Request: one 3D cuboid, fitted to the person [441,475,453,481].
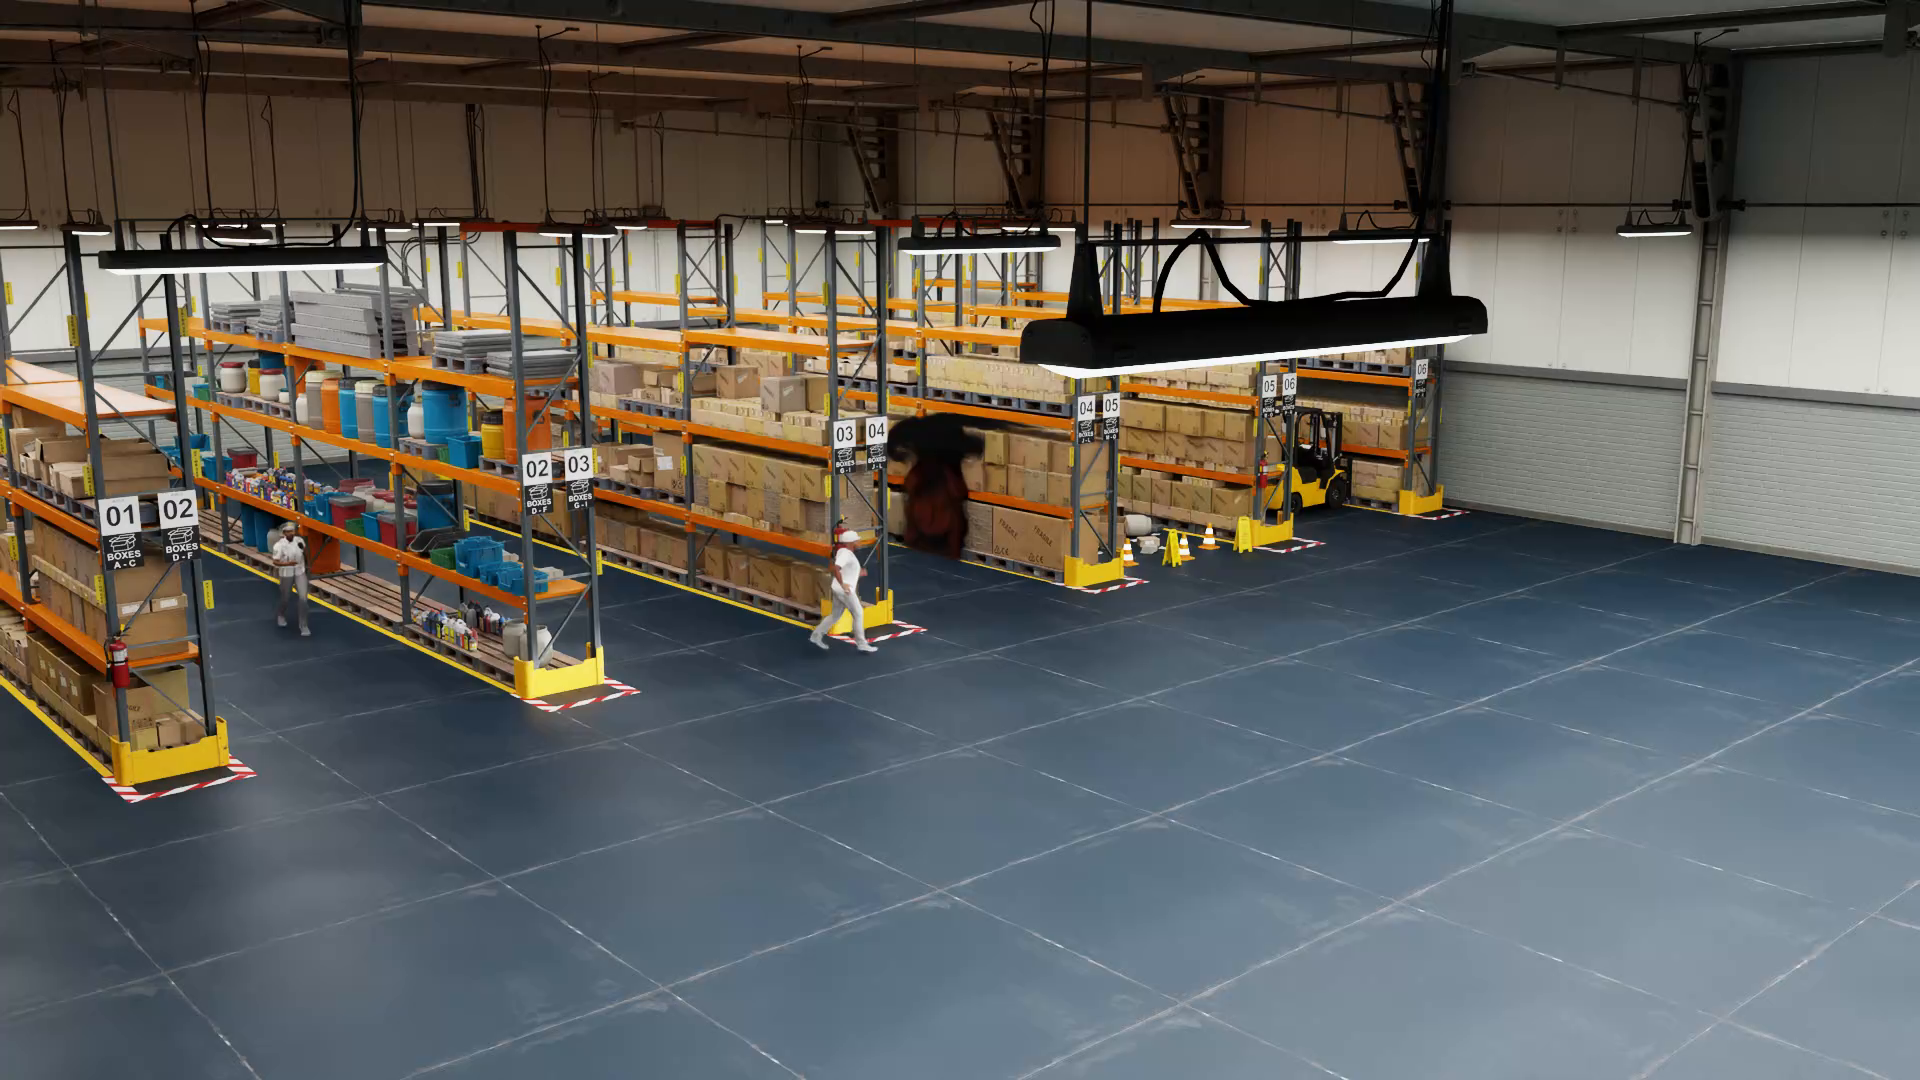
[{"bbox_3d":[-9.386,-0.450,30.027,0.940,1.597,0.671,6,13,26],"label":"person"}]

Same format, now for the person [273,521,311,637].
[{"bbox_3d":[-10.010,0.533,24.909,0.566,1.714,0.899,-8,14,-33],"label":"person"}]

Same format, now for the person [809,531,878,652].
[{"bbox_3d":[-1.674,0.739,23.694,0.968,1.756,0.656,-4,12,-18],"label":"person"}]
